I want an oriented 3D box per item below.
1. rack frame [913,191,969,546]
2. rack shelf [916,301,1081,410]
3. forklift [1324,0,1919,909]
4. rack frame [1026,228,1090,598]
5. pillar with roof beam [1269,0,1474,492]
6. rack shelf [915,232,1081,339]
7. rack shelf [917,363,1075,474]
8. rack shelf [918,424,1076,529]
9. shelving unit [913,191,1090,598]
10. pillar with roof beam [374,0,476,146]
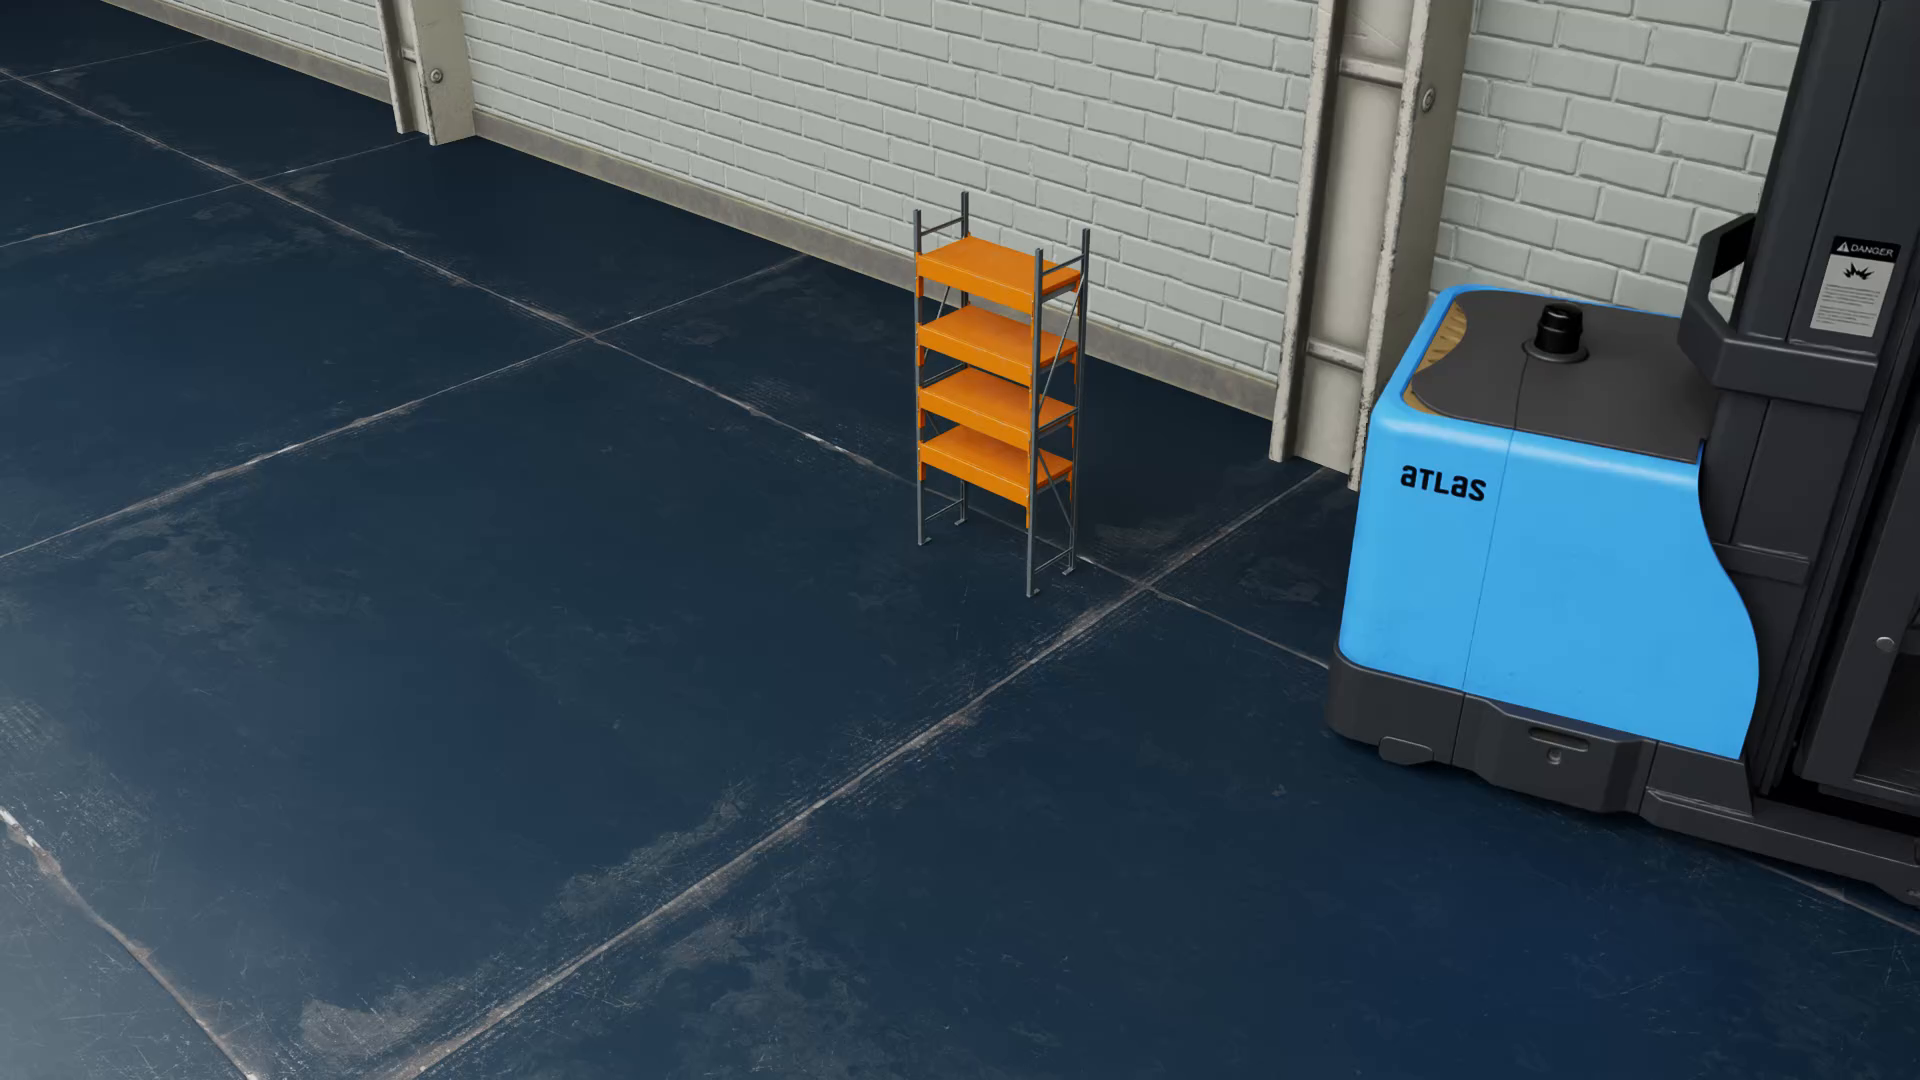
[{"bbox_3d":[-0.058,-0.541,5.486,0.015,1.200,0.240,25,39,35],"label":"rack frame"},{"bbox_3d":[0.123,-0.591,5.265,0.480,0.148,0.258,25,39,35],"label":"rack shelf"},{"bbox_3d":[2.602,-0.570,3.855,3.031,2.935,1.130,14,34,21],"label":"forklift"},{"bbox_3d":[0.304,-0.372,5.205,0.015,1.200,0.240,25,39,35],"label":"rack frame"},{"bbox_3d":[-1.479,-2.509,1.192,0.400,9.000,9.100,25,39,35],"label":"pillar with roof beam"},{"bbox_3d":[0.123,-0.793,5.143,0.480,0.148,0.258,25,39,35],"label":"rack shelf"},{"bbox_3d":[0.123,-0.399,5.380,0.480,0.148,0.258,25,39,35],"label":"rack shelf"},{"bbox_3d":[0.123,-0.229,5.482,0.480,0.148,0.258,25,39,35],"label":"rack shelf"},{"bbox_3d":[0.123,-0.457,5.345,0.503,1.200,0.258,25,39,35],"label":"shelving unit"},{"bbox_3d":[-5.928,-4.585,4.641,0.400,9.000,9.100,25,39,35],"label":"pillar with roof beam"}]
